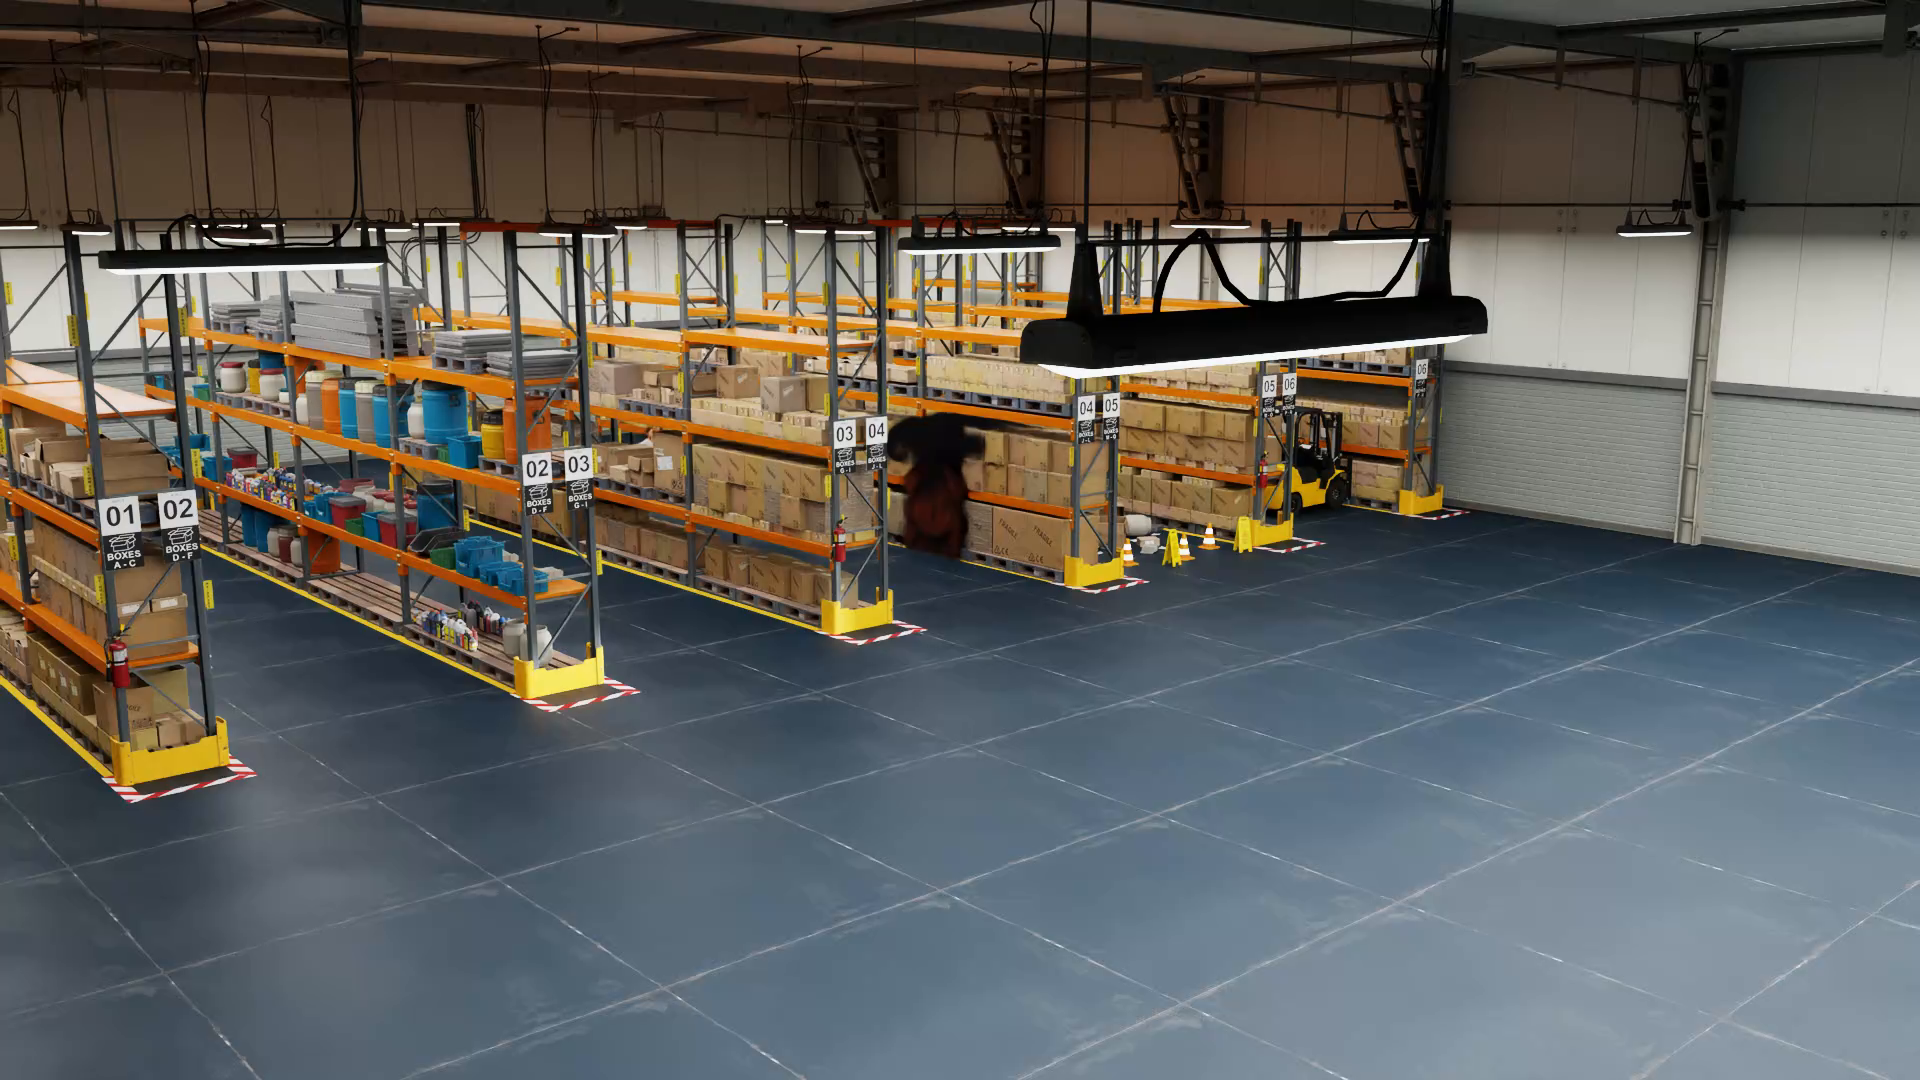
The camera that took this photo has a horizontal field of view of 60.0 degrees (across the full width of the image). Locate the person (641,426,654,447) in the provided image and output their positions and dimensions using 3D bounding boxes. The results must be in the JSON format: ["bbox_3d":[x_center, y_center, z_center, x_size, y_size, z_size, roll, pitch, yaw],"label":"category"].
[{"bbox_3d":[-6.573,-1.573,35.453,0.524,1.712,0.819,-8,14,-35],"label":"person"}]

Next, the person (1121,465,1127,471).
[{"bbox_3d":[3.784,-1.699,36.397,0.880,1.531,0.530,10,15,42],"label":"person"}]
